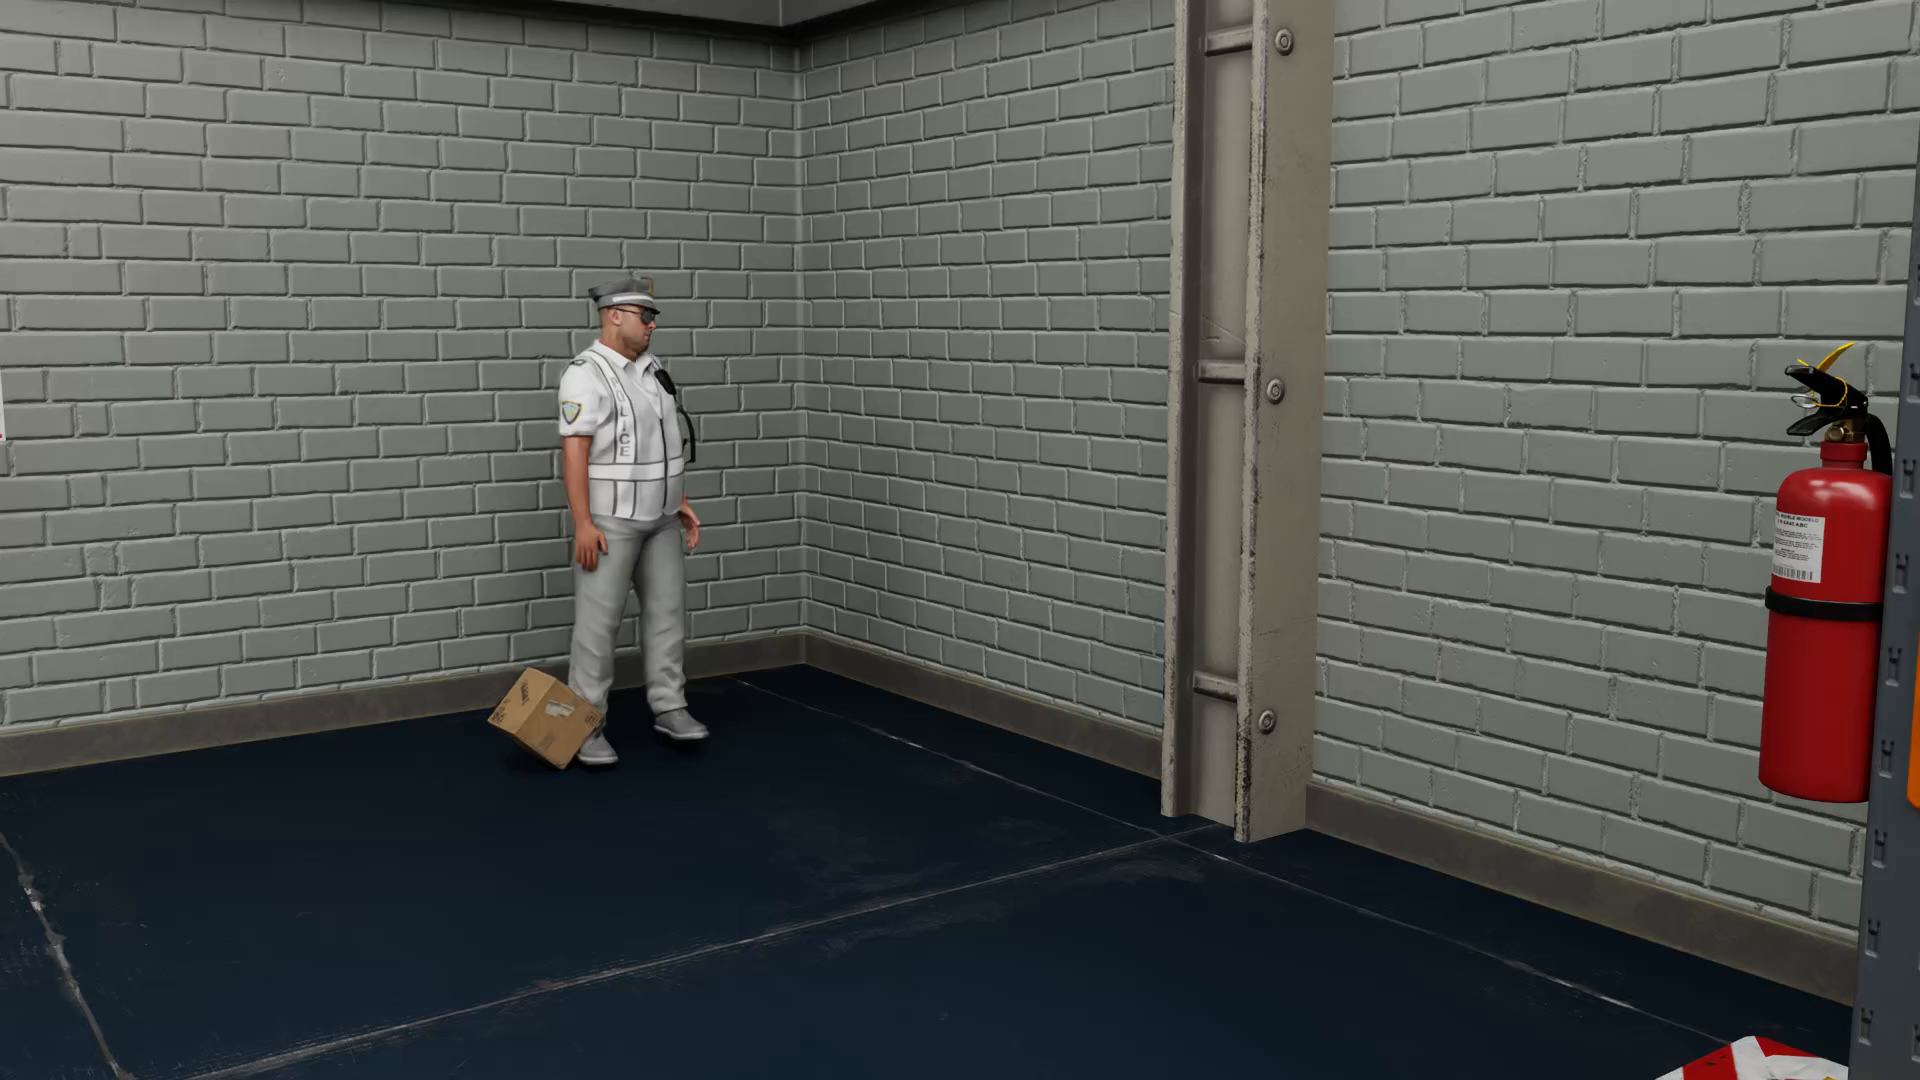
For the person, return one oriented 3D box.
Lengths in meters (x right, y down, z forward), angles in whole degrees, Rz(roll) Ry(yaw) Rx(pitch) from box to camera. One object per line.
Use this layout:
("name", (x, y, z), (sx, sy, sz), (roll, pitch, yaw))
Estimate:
("person", (-1.226, -0.085, 6.186), (0.499, 1.769, 0.572), (5, 9, 31))
